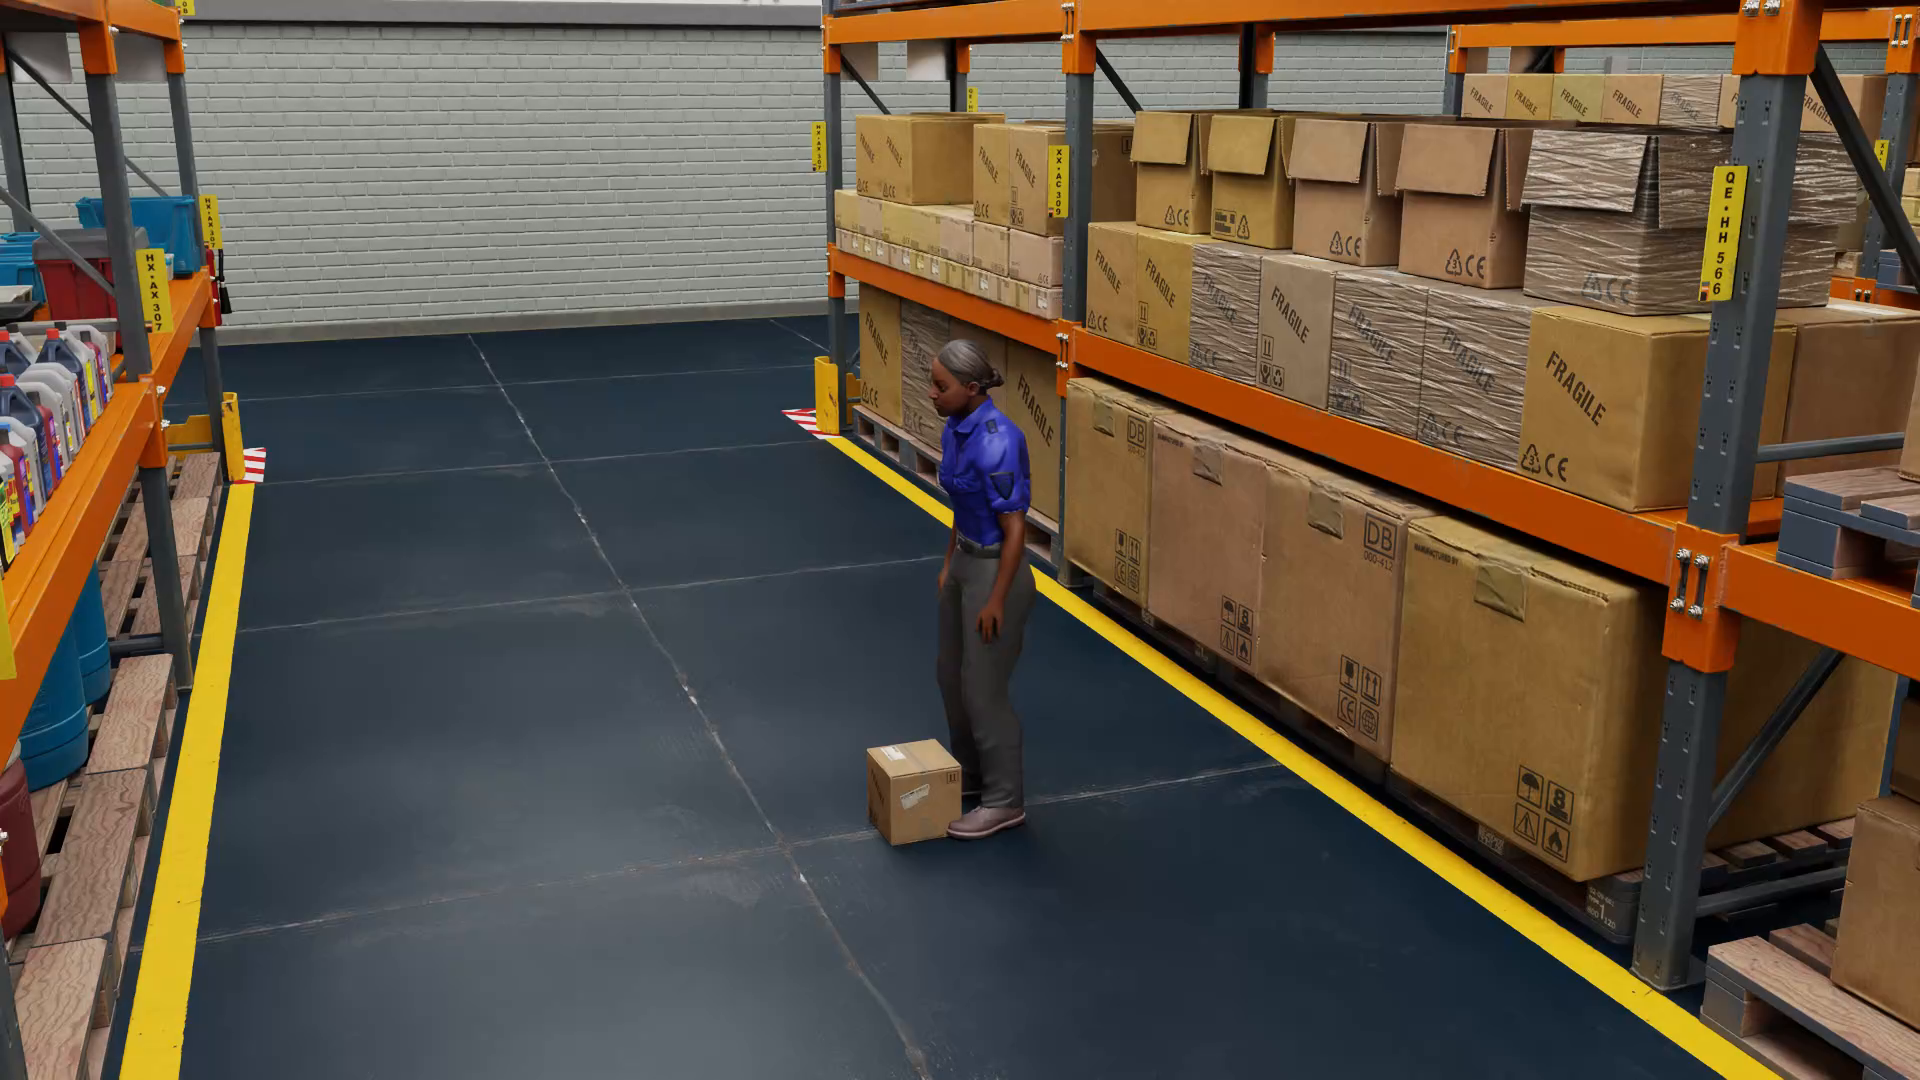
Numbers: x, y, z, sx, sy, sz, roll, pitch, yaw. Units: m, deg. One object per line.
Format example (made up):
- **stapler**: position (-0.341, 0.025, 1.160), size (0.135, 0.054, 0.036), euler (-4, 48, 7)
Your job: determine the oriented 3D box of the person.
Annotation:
- **person**: position (0.057, 0.148, 5.508), size (0.349, 1.655, 0.509), euler (-6, 17, -19)
